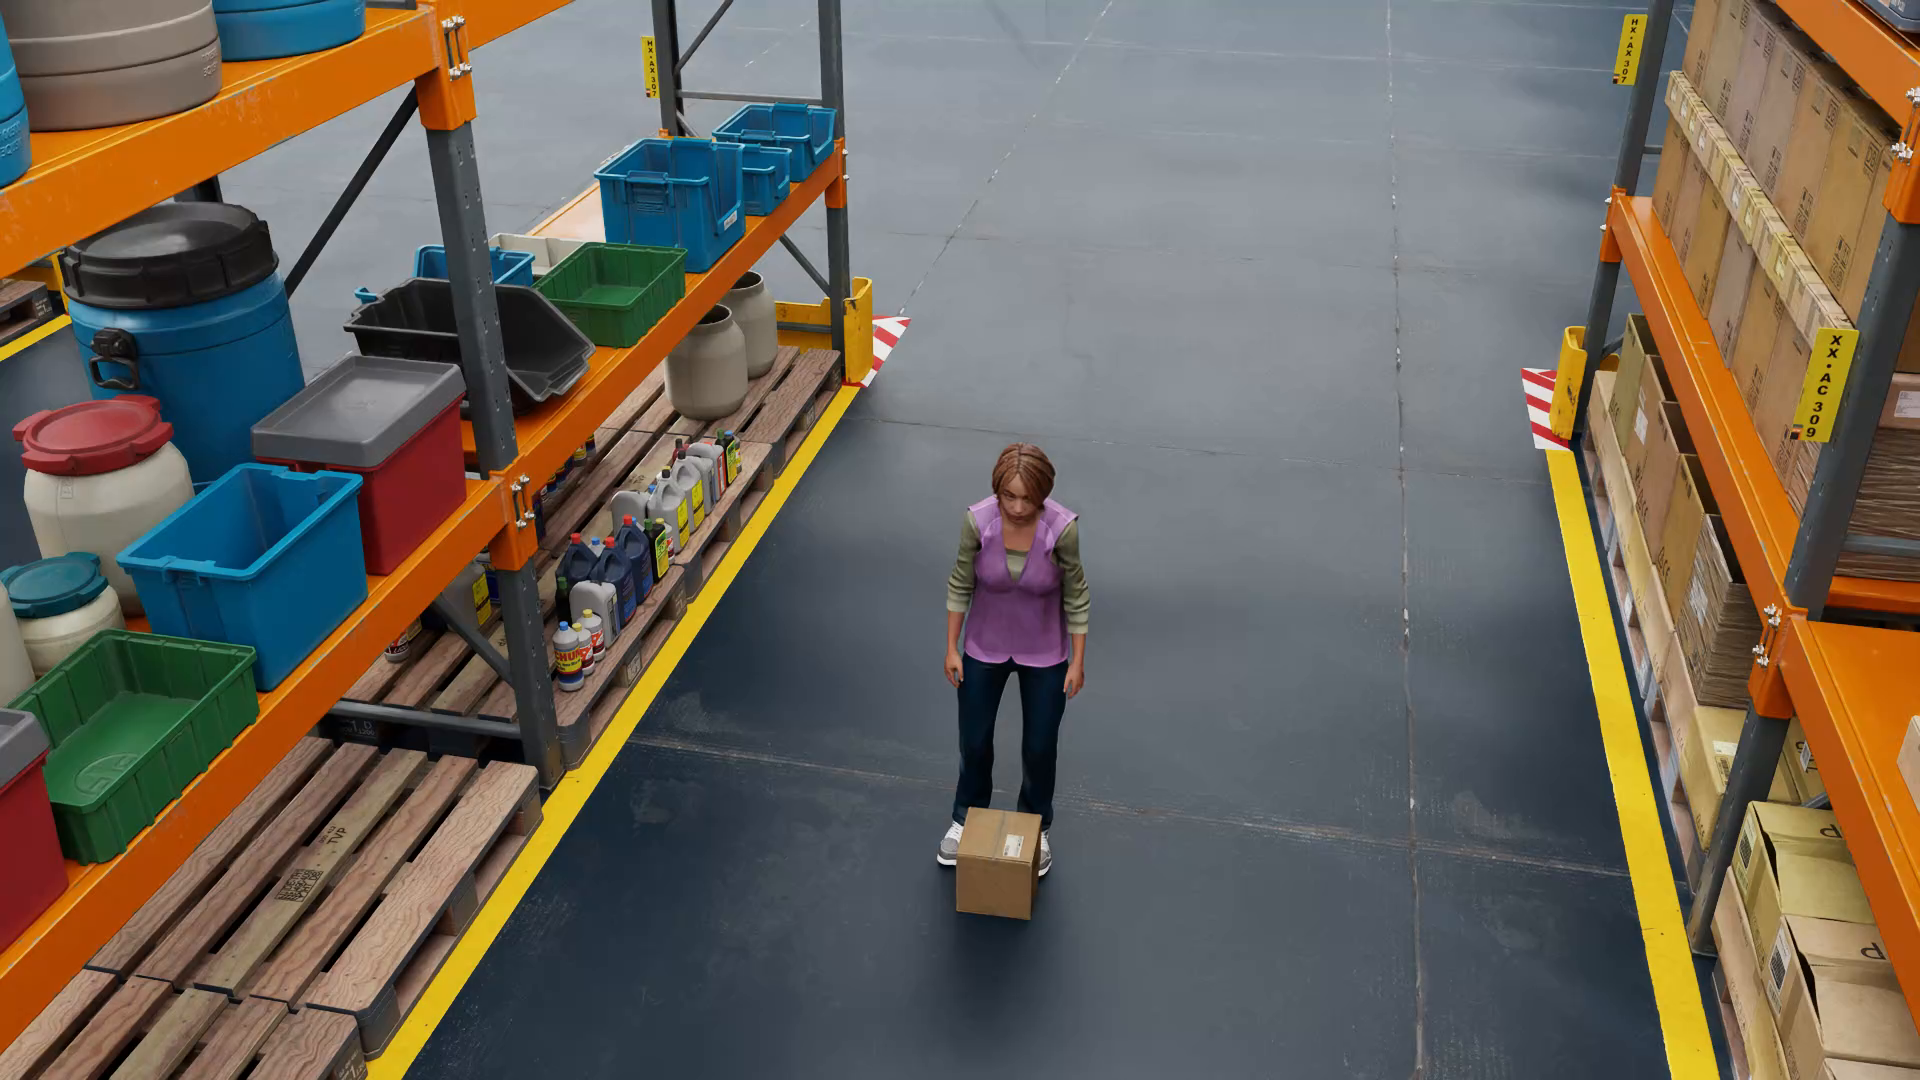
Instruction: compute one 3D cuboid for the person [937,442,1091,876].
[{"bbox_3d":[0.177,0.383,5.450,0.484,1.594,0.340,5,30,8],"label":"person"}]
